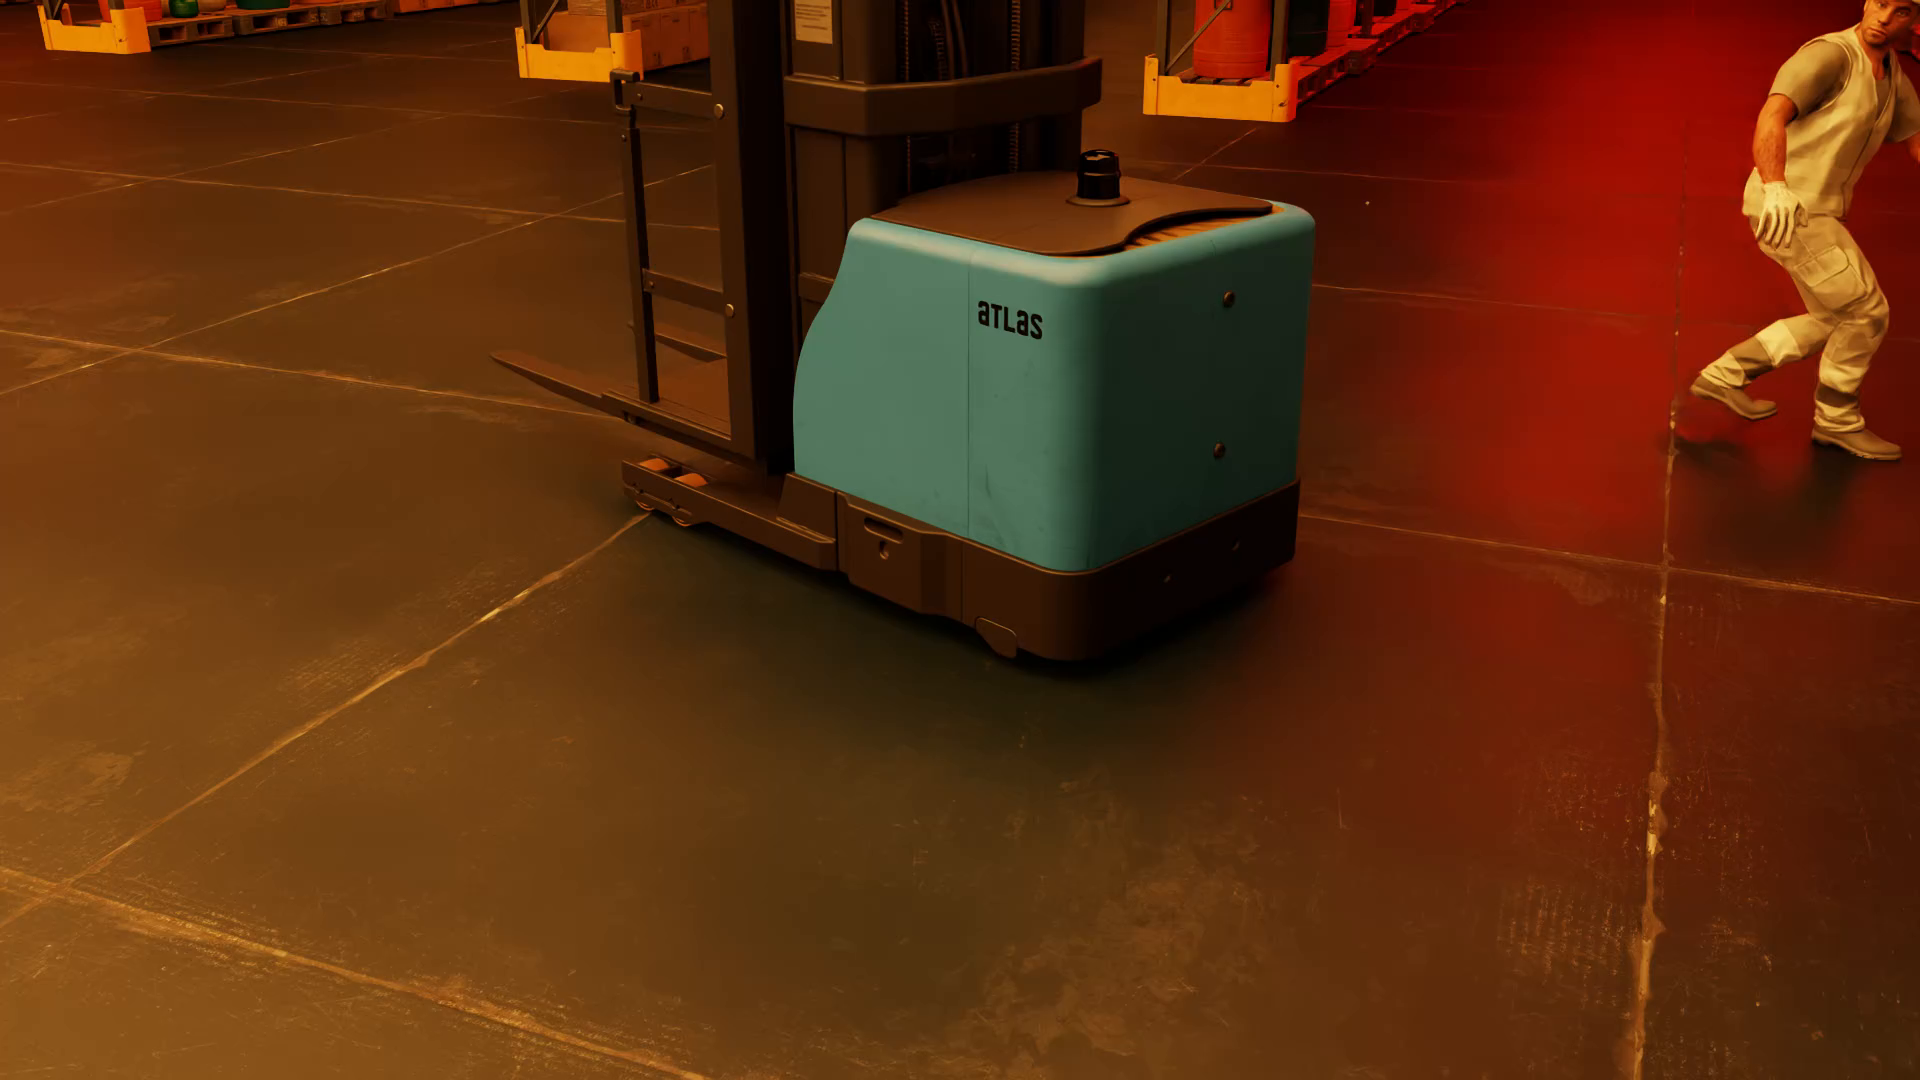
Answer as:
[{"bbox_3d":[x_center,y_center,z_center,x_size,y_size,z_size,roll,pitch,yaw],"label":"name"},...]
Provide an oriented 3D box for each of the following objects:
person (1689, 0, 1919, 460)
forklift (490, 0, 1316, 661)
[{"bbox_3d":[2.958,-1.060,5.507,0.855,1.643,0.894,18,29,37],"label":"person"},{"bbox_3d":[-0.434,-1.518,4.923,3.031,2.935,1.130,21,30,40],"label":"forklift"}]
